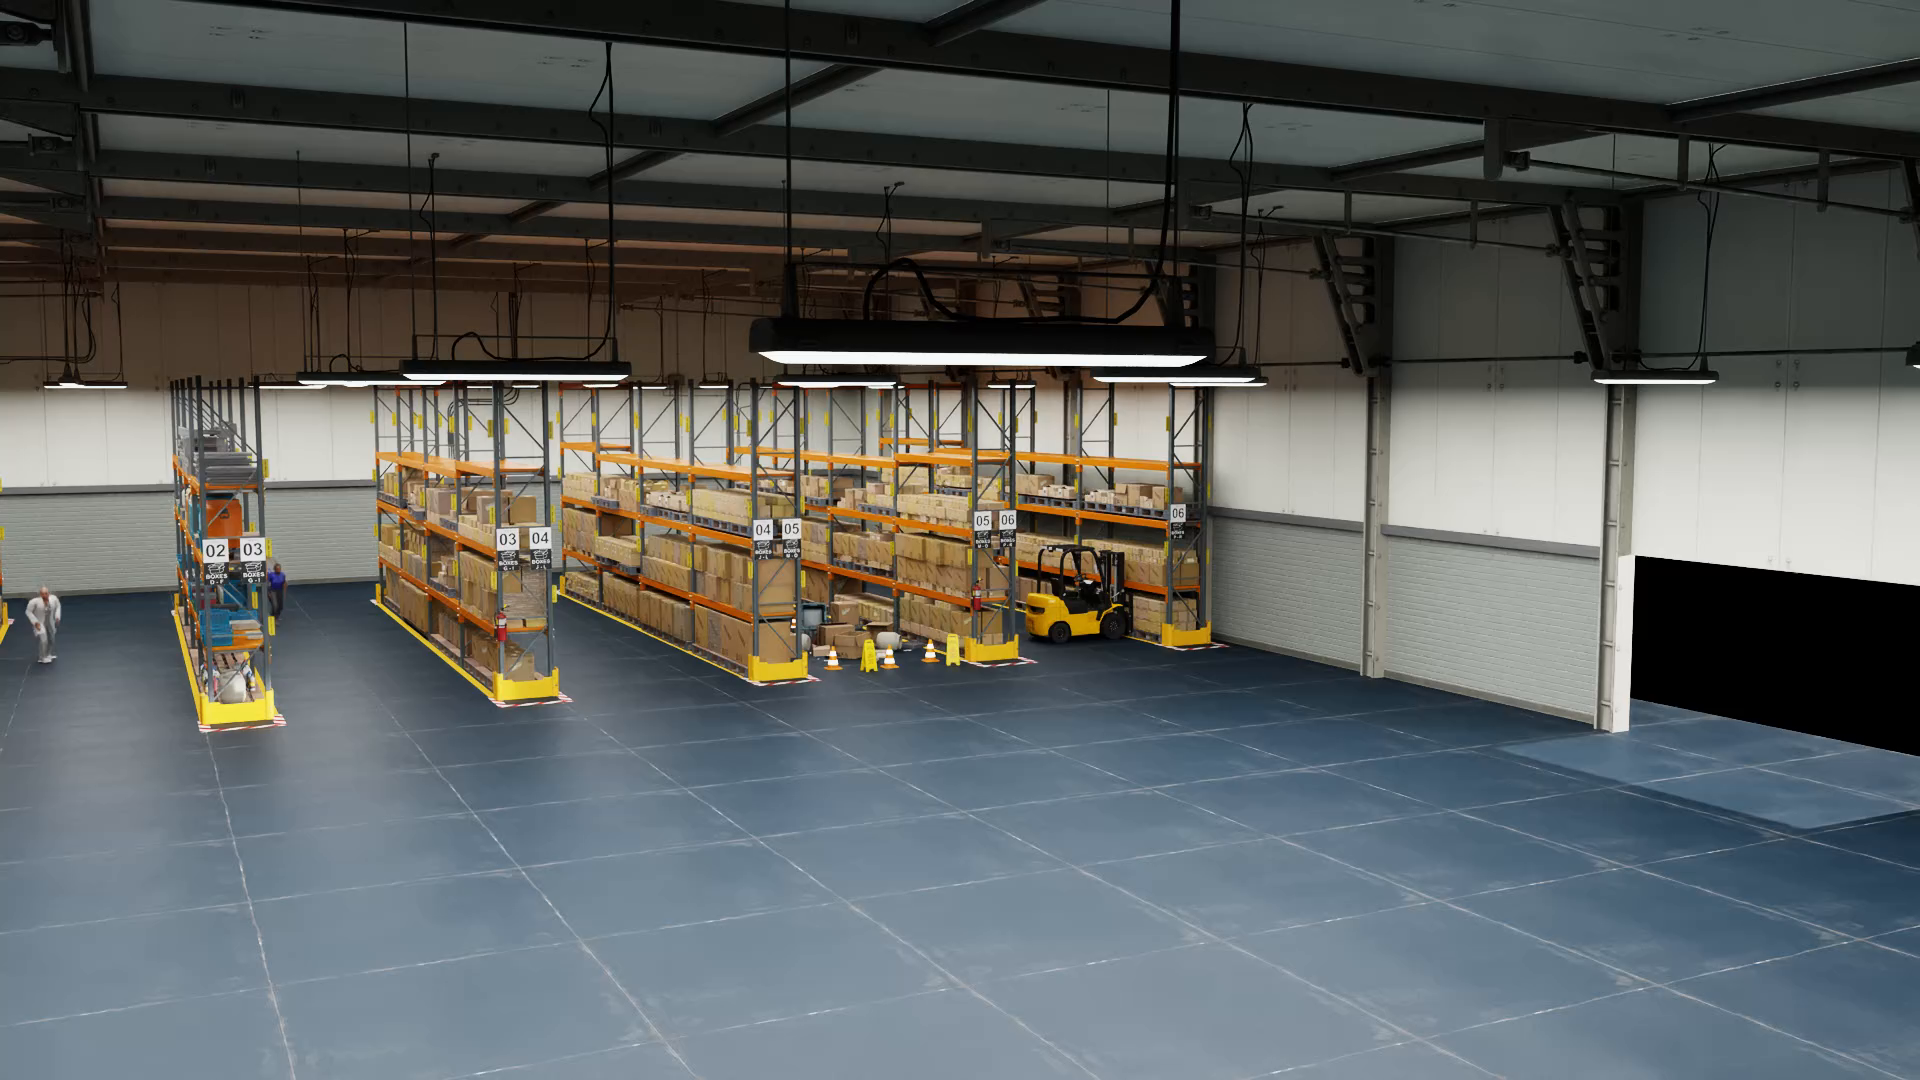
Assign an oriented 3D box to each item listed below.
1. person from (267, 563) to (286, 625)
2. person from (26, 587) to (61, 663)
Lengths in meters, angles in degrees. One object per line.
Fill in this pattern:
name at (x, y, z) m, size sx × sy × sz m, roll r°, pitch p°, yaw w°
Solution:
person at (-16.876, 1.315, 40.952) m, size 0.780 × 1.548 × 0.630 m, roll 4°, pitch 6°, yaw 36°
person at (-19.422, 1.784, 35.184) m, size 0.860 × 1.648 × 0.707 m, roll 3°, pitch 6°, yaw 30°
